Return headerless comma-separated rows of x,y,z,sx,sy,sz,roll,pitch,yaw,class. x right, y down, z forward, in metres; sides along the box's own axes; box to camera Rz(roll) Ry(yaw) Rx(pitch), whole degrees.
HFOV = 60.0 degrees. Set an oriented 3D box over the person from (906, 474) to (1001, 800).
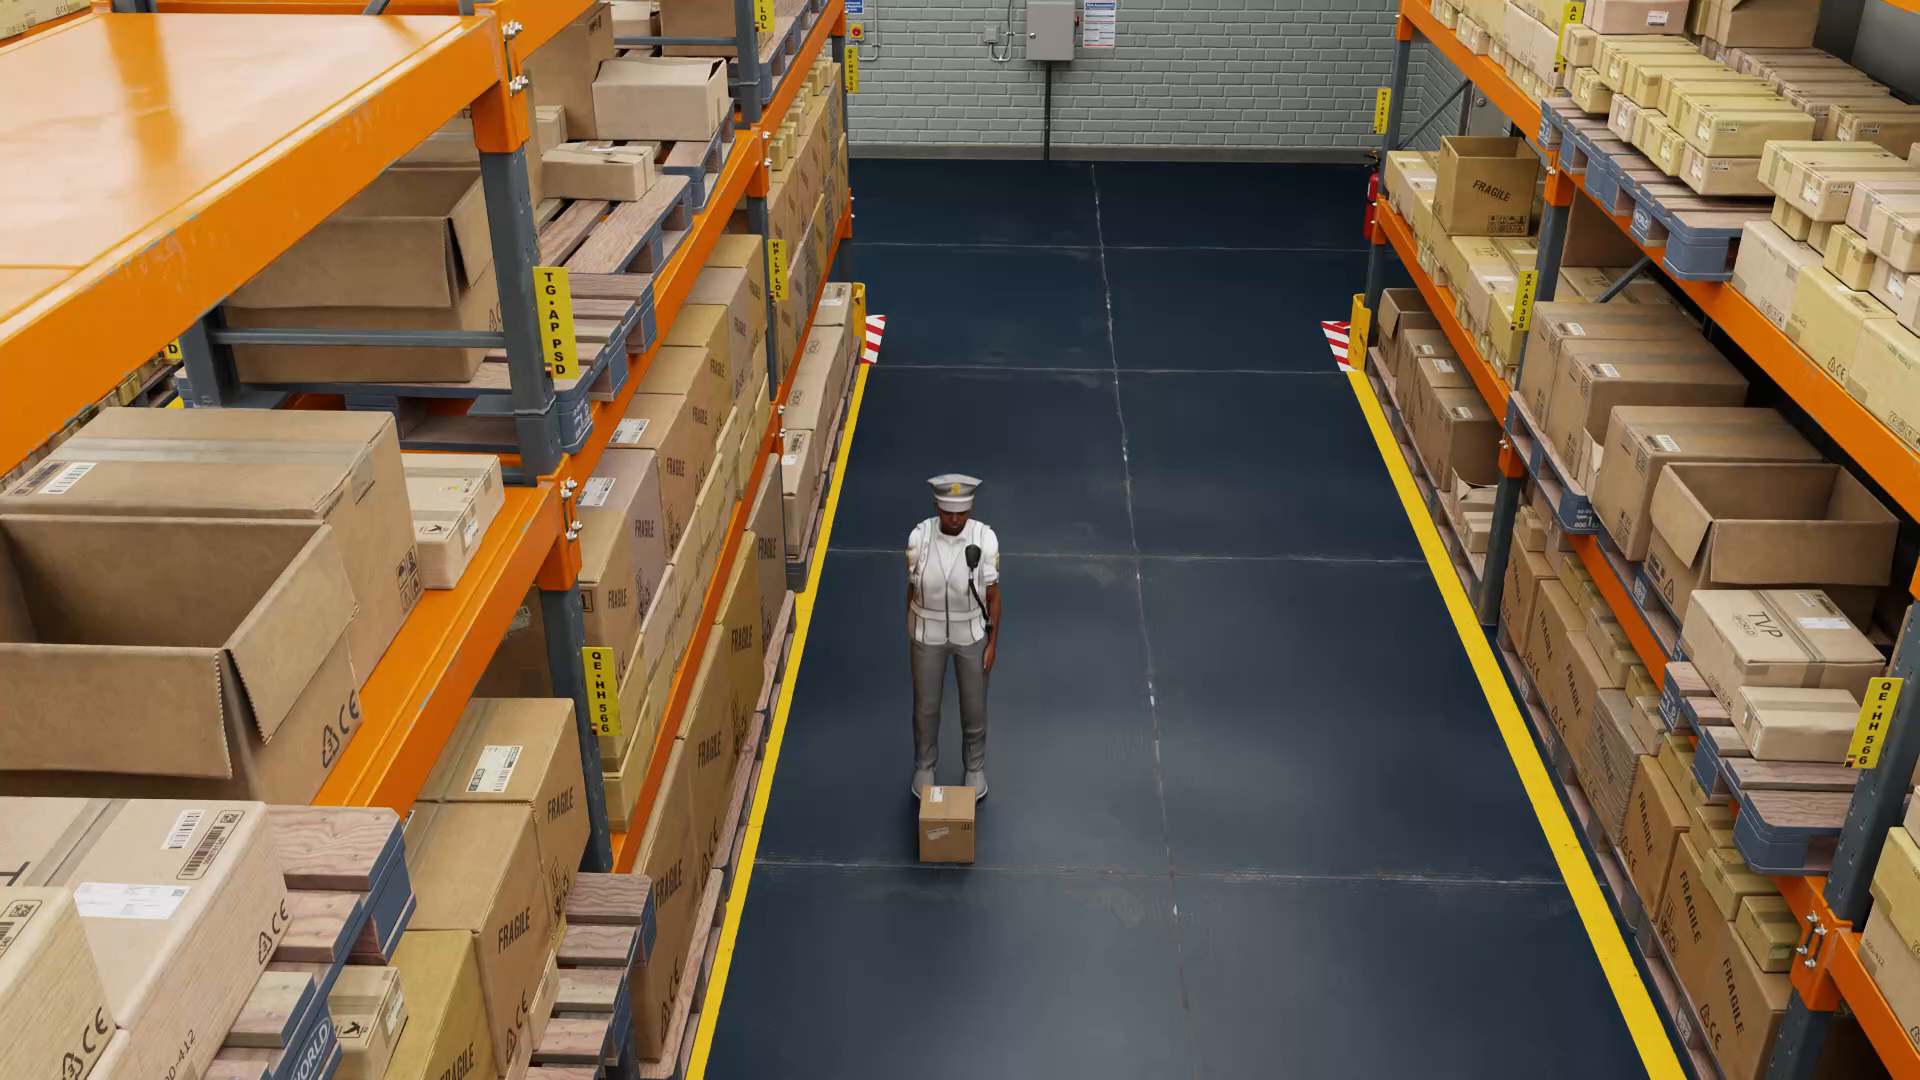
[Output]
-0.031,0.455,7.757,0.437,1.681,0.341,2,28,3,person
